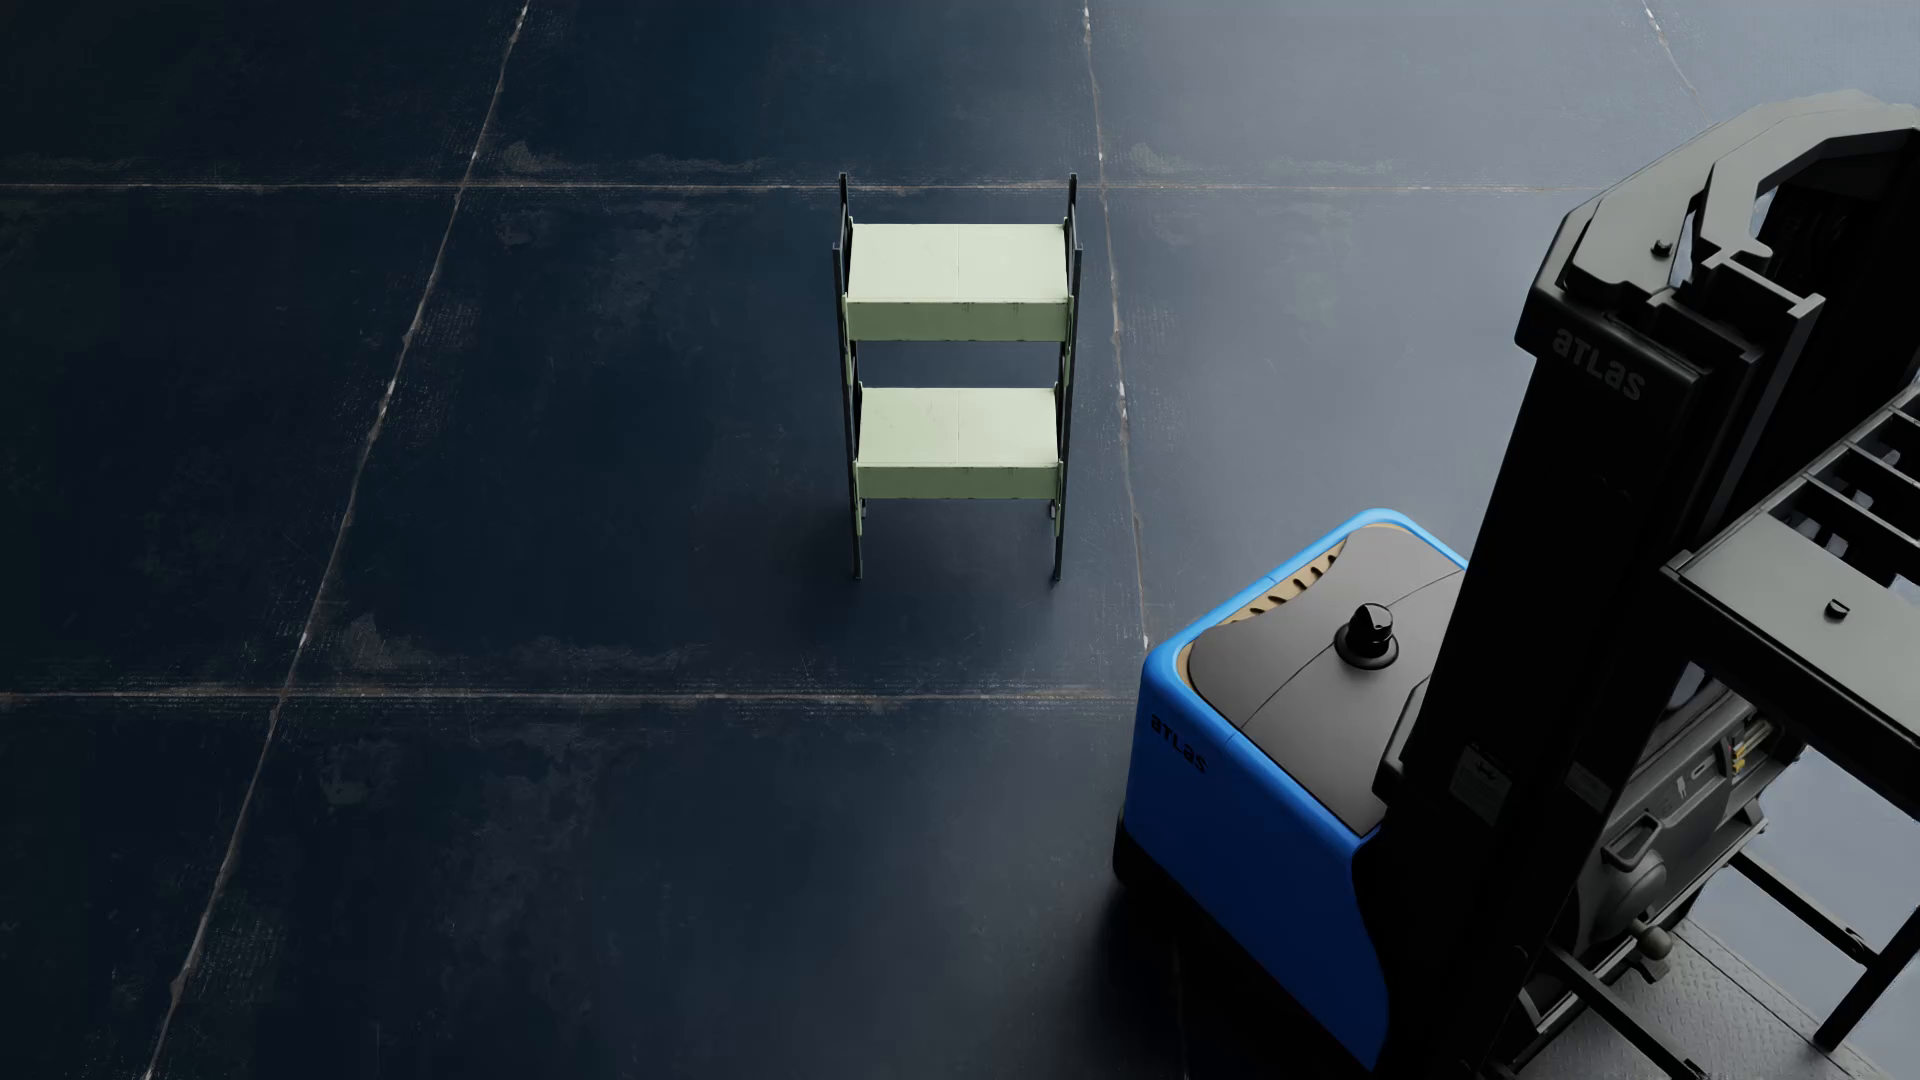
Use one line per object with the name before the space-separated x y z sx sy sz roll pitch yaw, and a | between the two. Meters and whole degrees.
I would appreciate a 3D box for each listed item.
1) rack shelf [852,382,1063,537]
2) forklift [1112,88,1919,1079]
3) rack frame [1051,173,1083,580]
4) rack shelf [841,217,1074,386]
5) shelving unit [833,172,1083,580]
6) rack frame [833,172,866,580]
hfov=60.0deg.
rack shelf | -0.007 -0.289 5.940 0.720 0.370 0.431 0 47 0
forklift | 1.791 0.676 3.618 1.130 2.935 3.031 -30 54 -25
rack frame | 0.359 -0.510 5.700 0.023 1.500 0.400 0 47 0
rack shelf | -0.007 -0.777 5.415 0.720 0.370 0.431 0 47 0
shelving unit | -0.007 -0.511 5.701 0.755 1.500 0.431 0 47 0
rack frame | -0.373 -0.512 5.702 0.023 1.500 0.400 0 47 0
